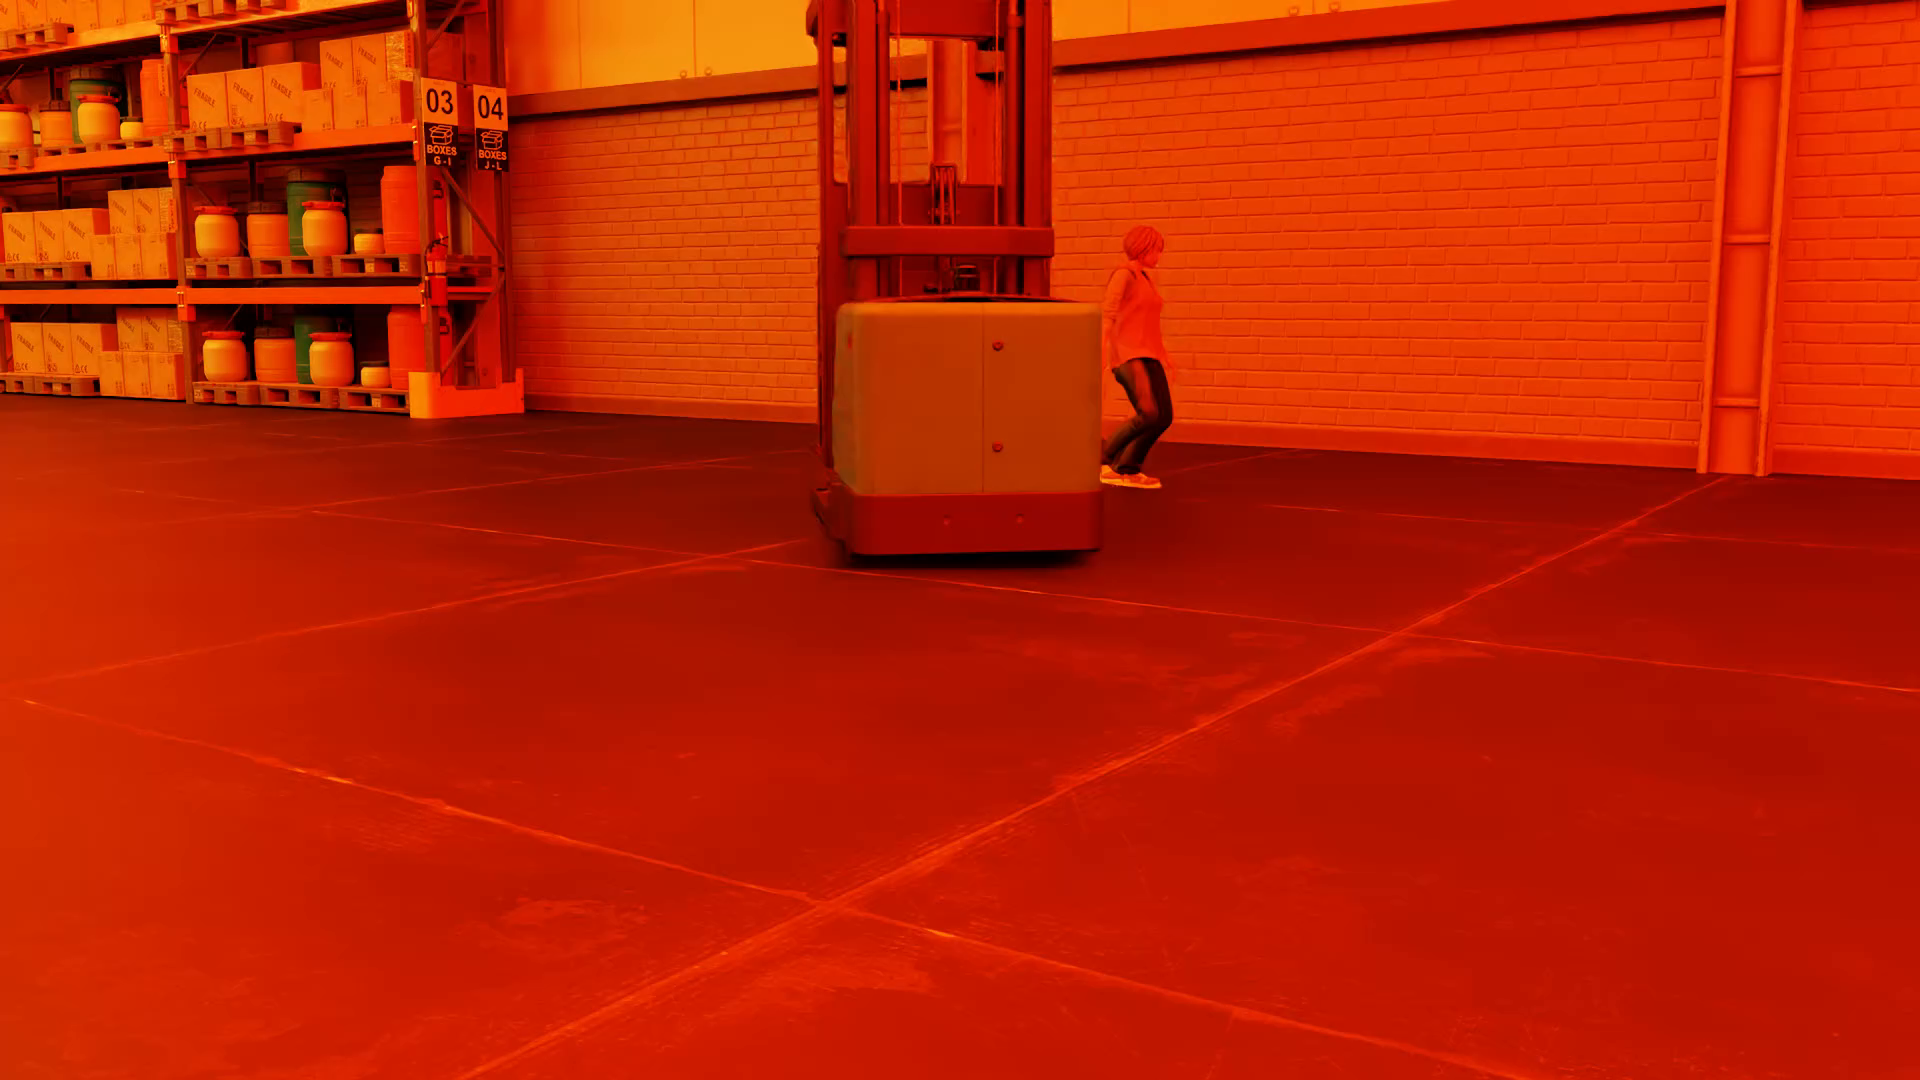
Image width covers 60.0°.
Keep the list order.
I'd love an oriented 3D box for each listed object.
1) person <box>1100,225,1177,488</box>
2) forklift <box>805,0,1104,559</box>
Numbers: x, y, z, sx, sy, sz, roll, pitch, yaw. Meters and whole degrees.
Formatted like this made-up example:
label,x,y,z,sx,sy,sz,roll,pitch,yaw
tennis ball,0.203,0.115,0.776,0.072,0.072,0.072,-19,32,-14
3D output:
label,x,y,z,sx,sy,sz,roll,pitch,yaw
person,1.001,-1.010,9.410,0.447,1.506,0.764,5,10,32
forklift,-0.157,-1.540,8.024,1.130,2.935,3.031,-1,8,-9
